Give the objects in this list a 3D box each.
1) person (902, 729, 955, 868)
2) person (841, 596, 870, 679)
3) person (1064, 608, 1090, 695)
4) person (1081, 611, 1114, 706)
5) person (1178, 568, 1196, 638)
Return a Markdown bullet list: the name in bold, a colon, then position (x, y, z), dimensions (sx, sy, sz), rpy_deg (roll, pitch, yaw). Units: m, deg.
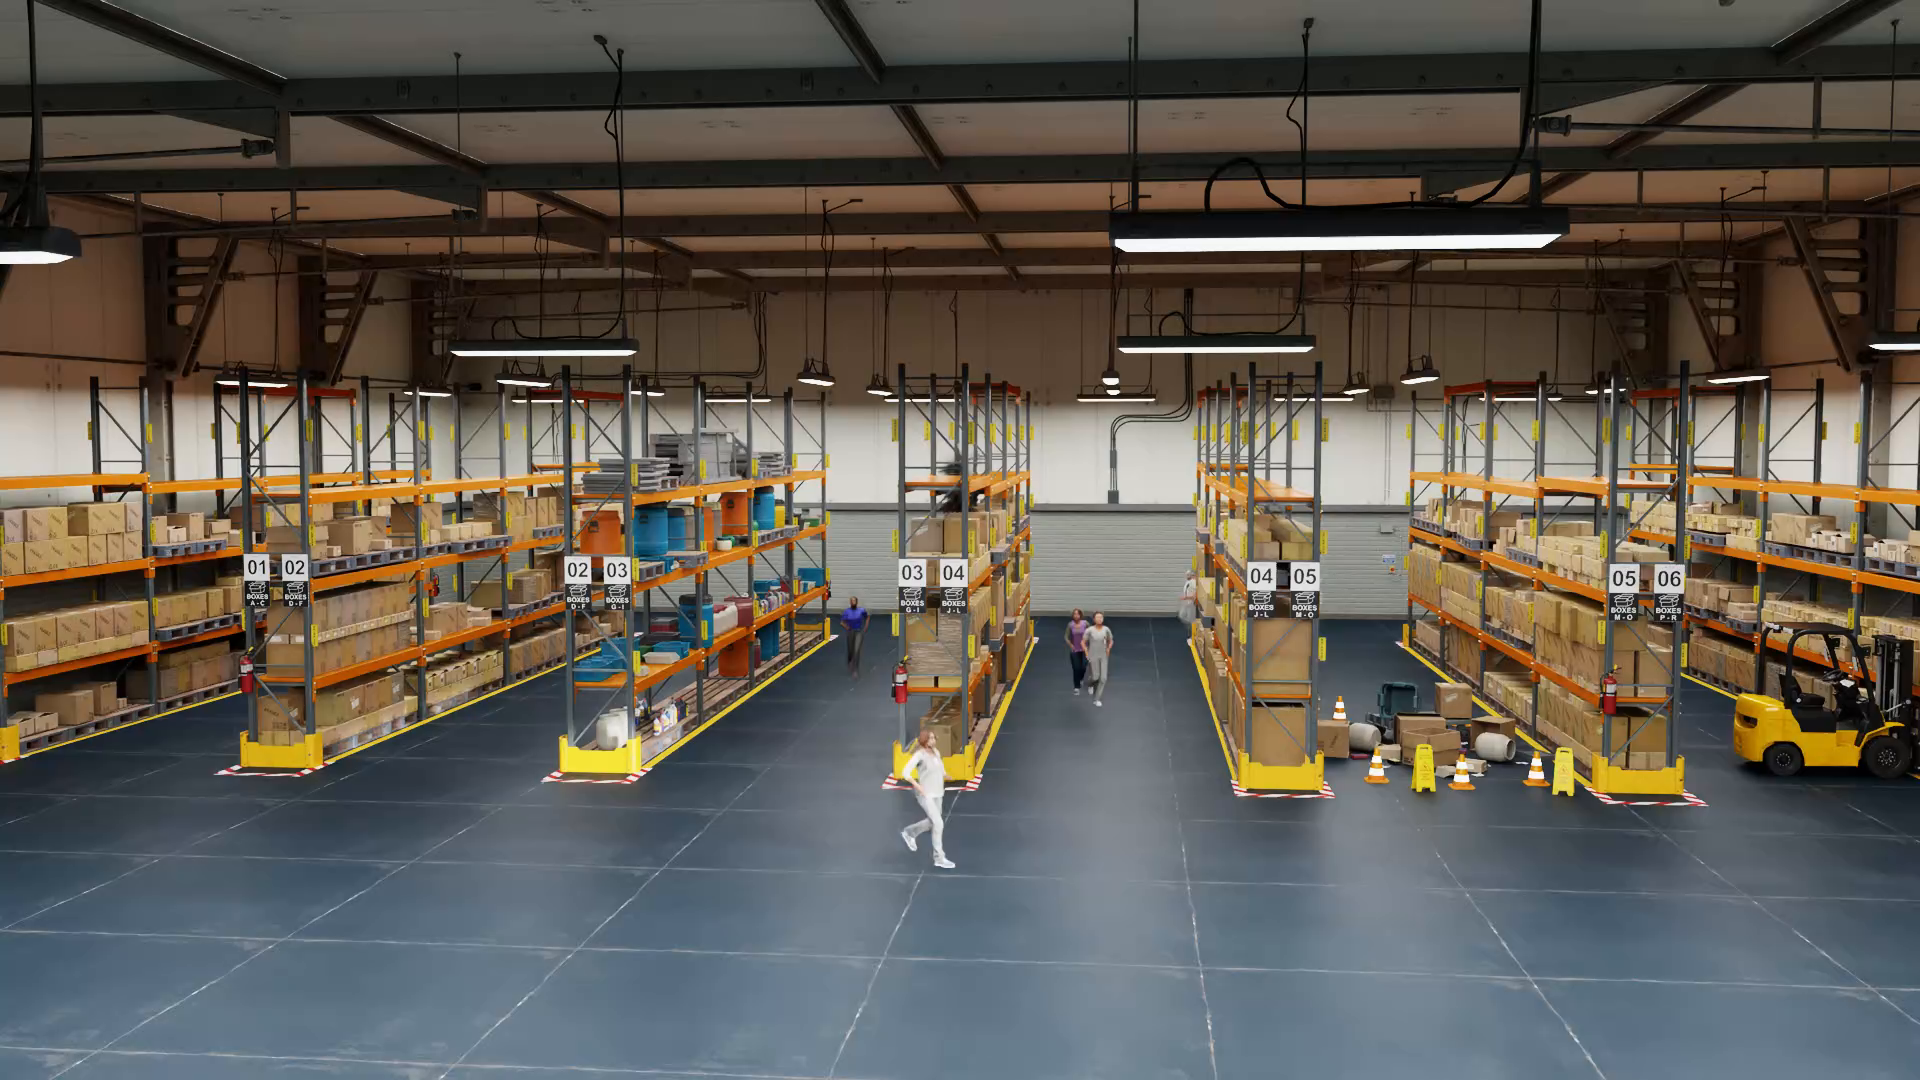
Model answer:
- **person**: position (-0.386, 3.017, 19.280), dimensions (0.822, 1.479, 0.547), rpy_deg (3, 5, 37)
- **person**: position (-2.165, 2.032, 34.365), dimensions (0.588, 1.565, 0.908), rpy_deg (0, 4, 2)
- **person**: position (2.149, 2.017, 29.955), dimensions (0.566, 1.569, 0.544), rpy_deg (0, 4, 6)
- **person**: position (2.391, 2.048, 28.868), dimensions (0.565, 1.636, 0.573), rpy_deg (-1, 4, -9)
- **person**: position (5.593, 1.550, 40.385), dimensions (0.670, 1.763, 0.674), rpy_deg (-1, 4, -11)
